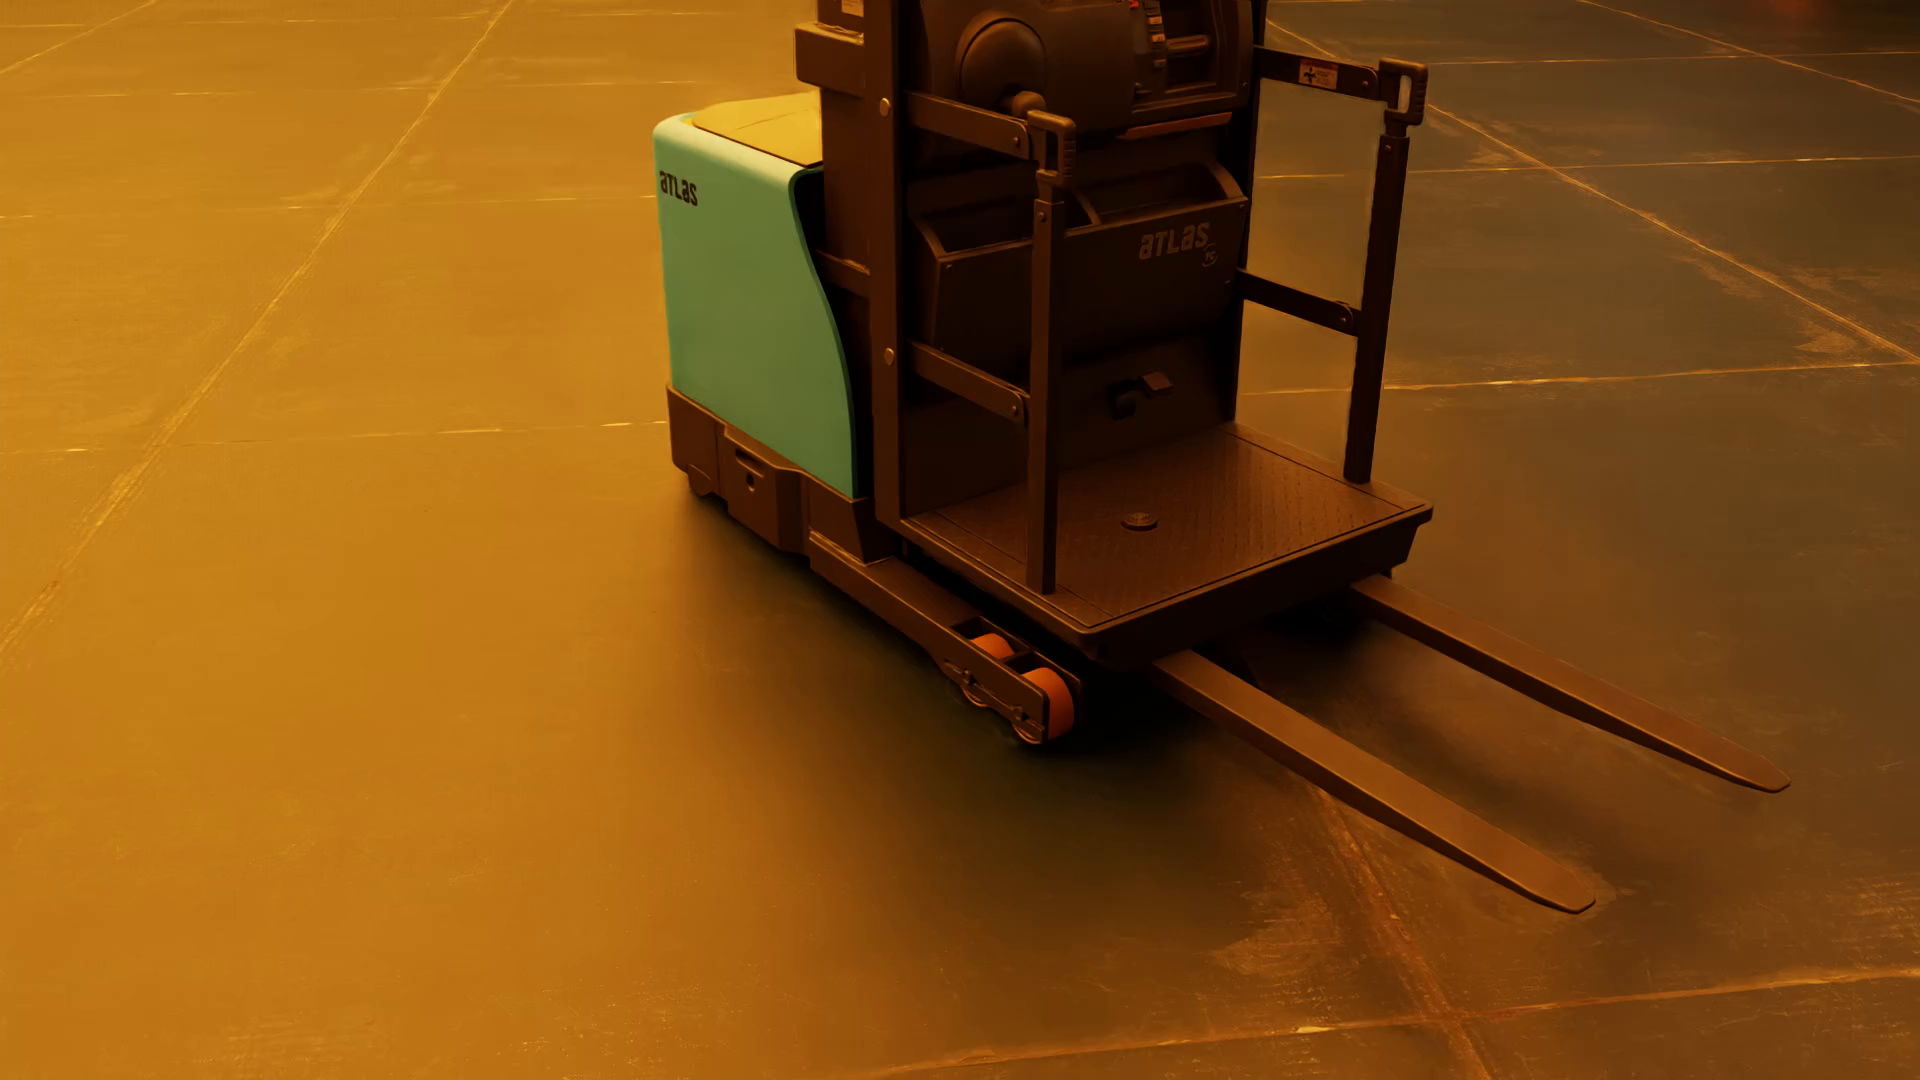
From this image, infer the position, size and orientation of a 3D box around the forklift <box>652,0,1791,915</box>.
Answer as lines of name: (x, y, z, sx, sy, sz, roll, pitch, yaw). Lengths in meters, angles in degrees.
forklift: (0.416, -1.110, 3.533, 1.130, 2.935, 3.031, -17, 31, -32)
